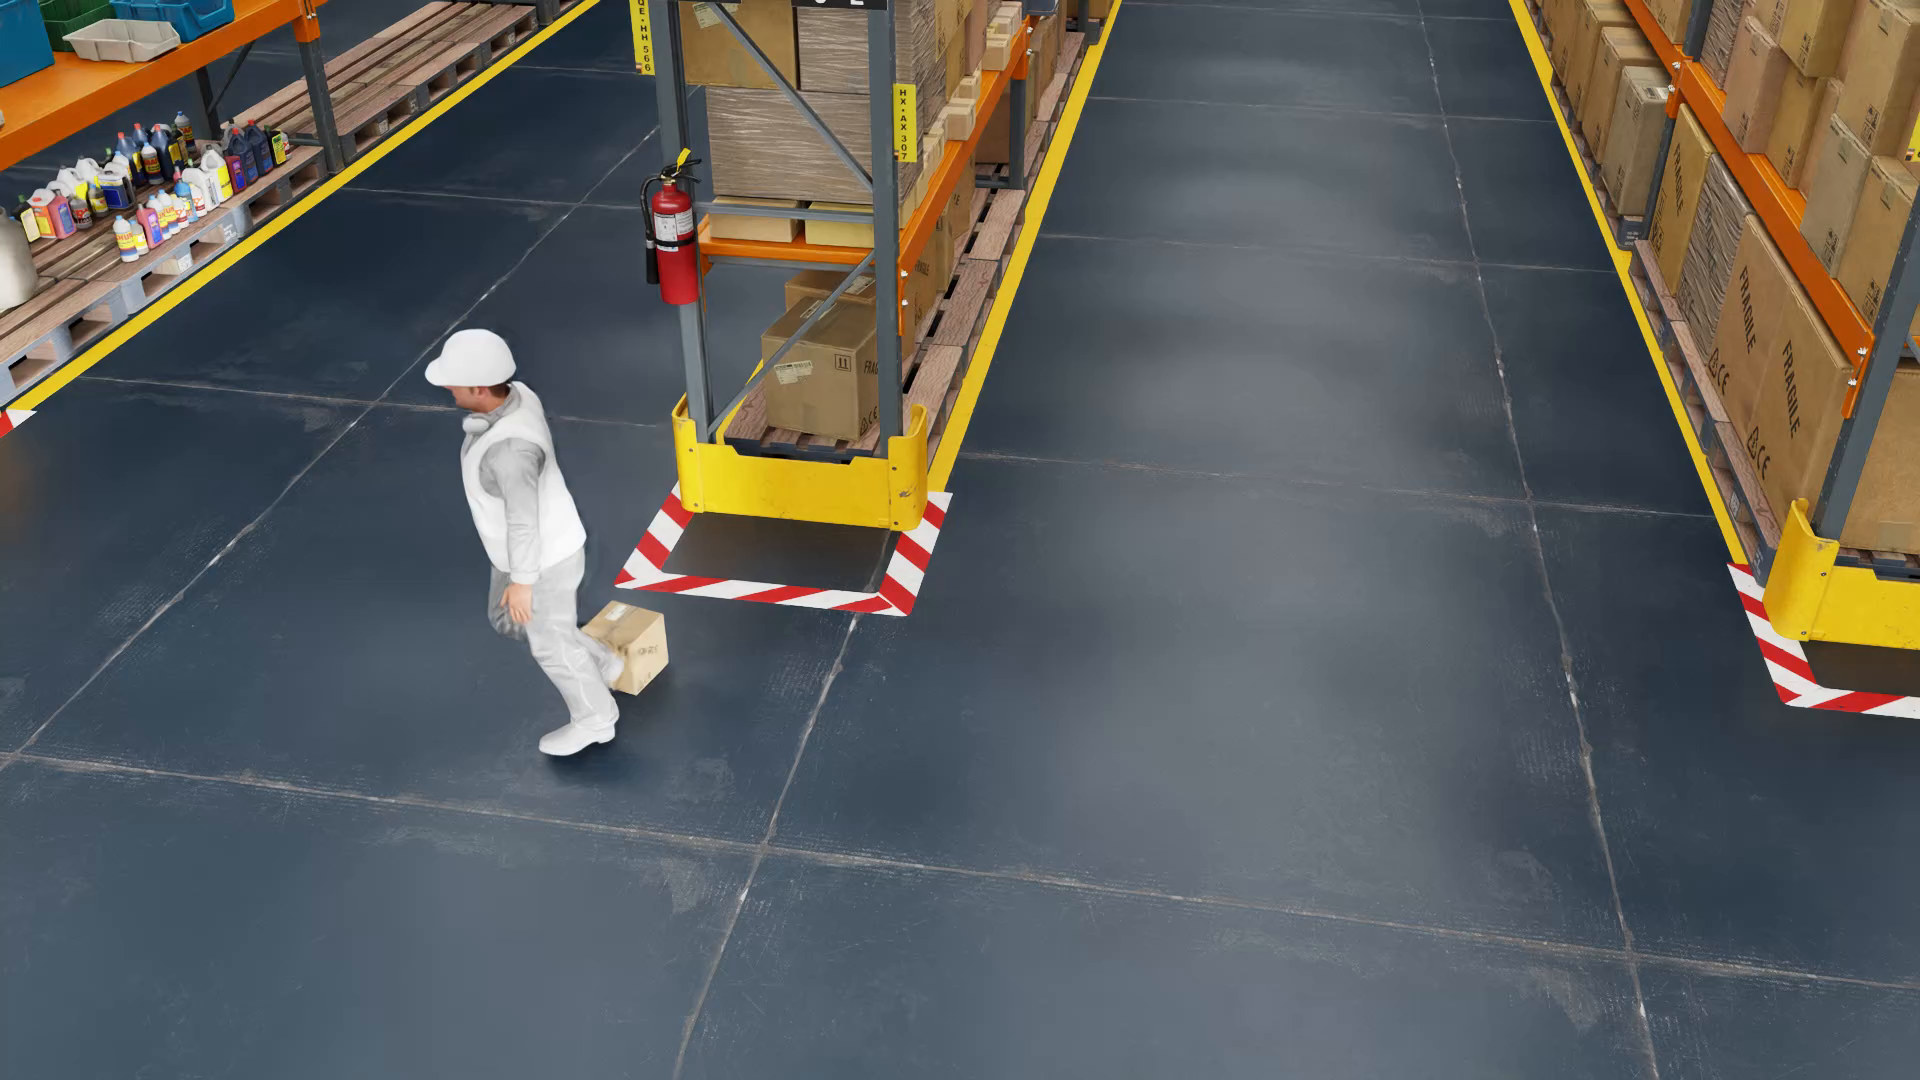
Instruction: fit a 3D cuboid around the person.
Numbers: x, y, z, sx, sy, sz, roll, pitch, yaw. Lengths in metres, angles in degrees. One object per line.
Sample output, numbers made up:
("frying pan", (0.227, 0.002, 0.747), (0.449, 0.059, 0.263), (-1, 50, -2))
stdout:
("person", (-1.542, 0.013, 6.046), (0.539, 1.759, 0.568), (-11, 34, -17))
